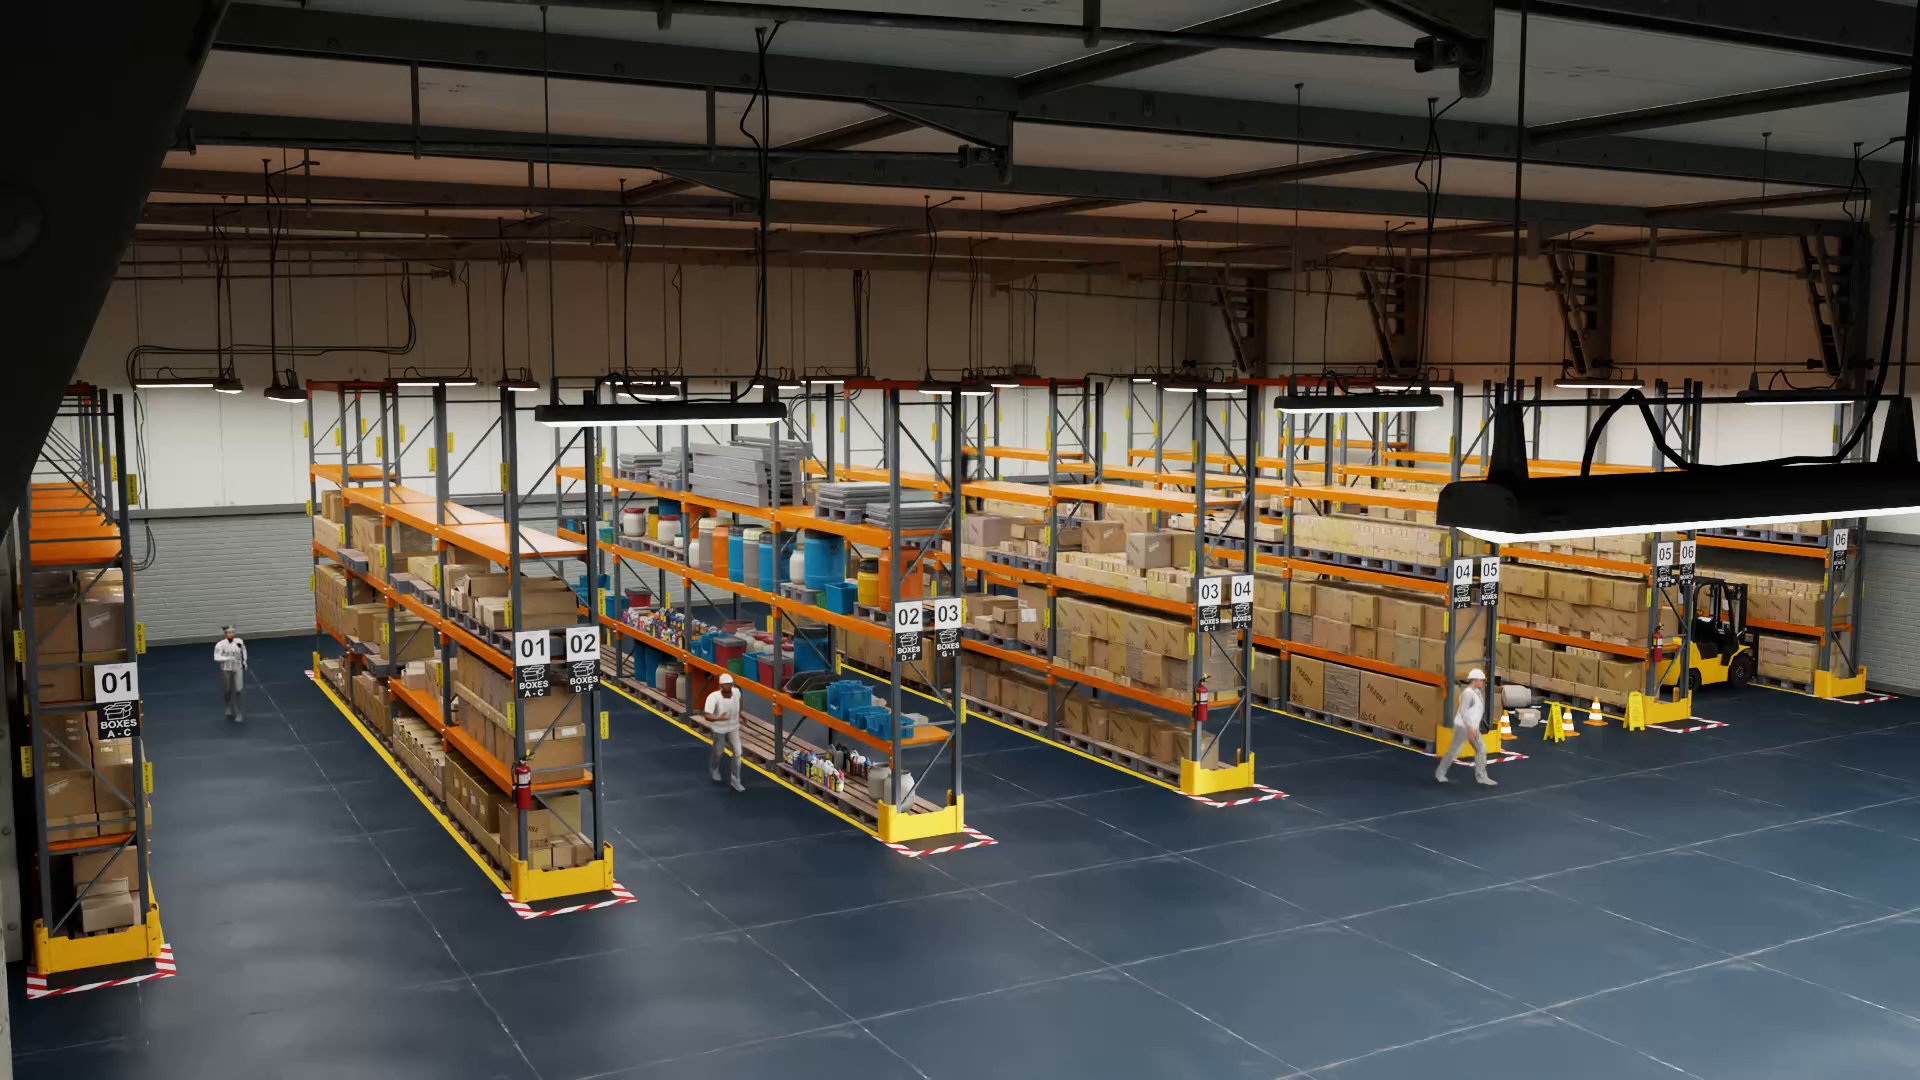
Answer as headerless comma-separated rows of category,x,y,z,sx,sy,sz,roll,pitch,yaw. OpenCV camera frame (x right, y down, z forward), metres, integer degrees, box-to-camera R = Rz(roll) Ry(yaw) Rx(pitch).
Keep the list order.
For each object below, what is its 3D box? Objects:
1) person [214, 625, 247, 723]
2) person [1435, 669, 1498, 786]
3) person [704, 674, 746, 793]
person,-12.948,2.345,29.544,0.560,1.740,0.846,-3,7,-29
person,7.601,2.784,24.883,0.894,1.733,0.654,3,7,29
person,-3.507,2.831,24.781,0.724,1.754,0.974,-3,7,-28
